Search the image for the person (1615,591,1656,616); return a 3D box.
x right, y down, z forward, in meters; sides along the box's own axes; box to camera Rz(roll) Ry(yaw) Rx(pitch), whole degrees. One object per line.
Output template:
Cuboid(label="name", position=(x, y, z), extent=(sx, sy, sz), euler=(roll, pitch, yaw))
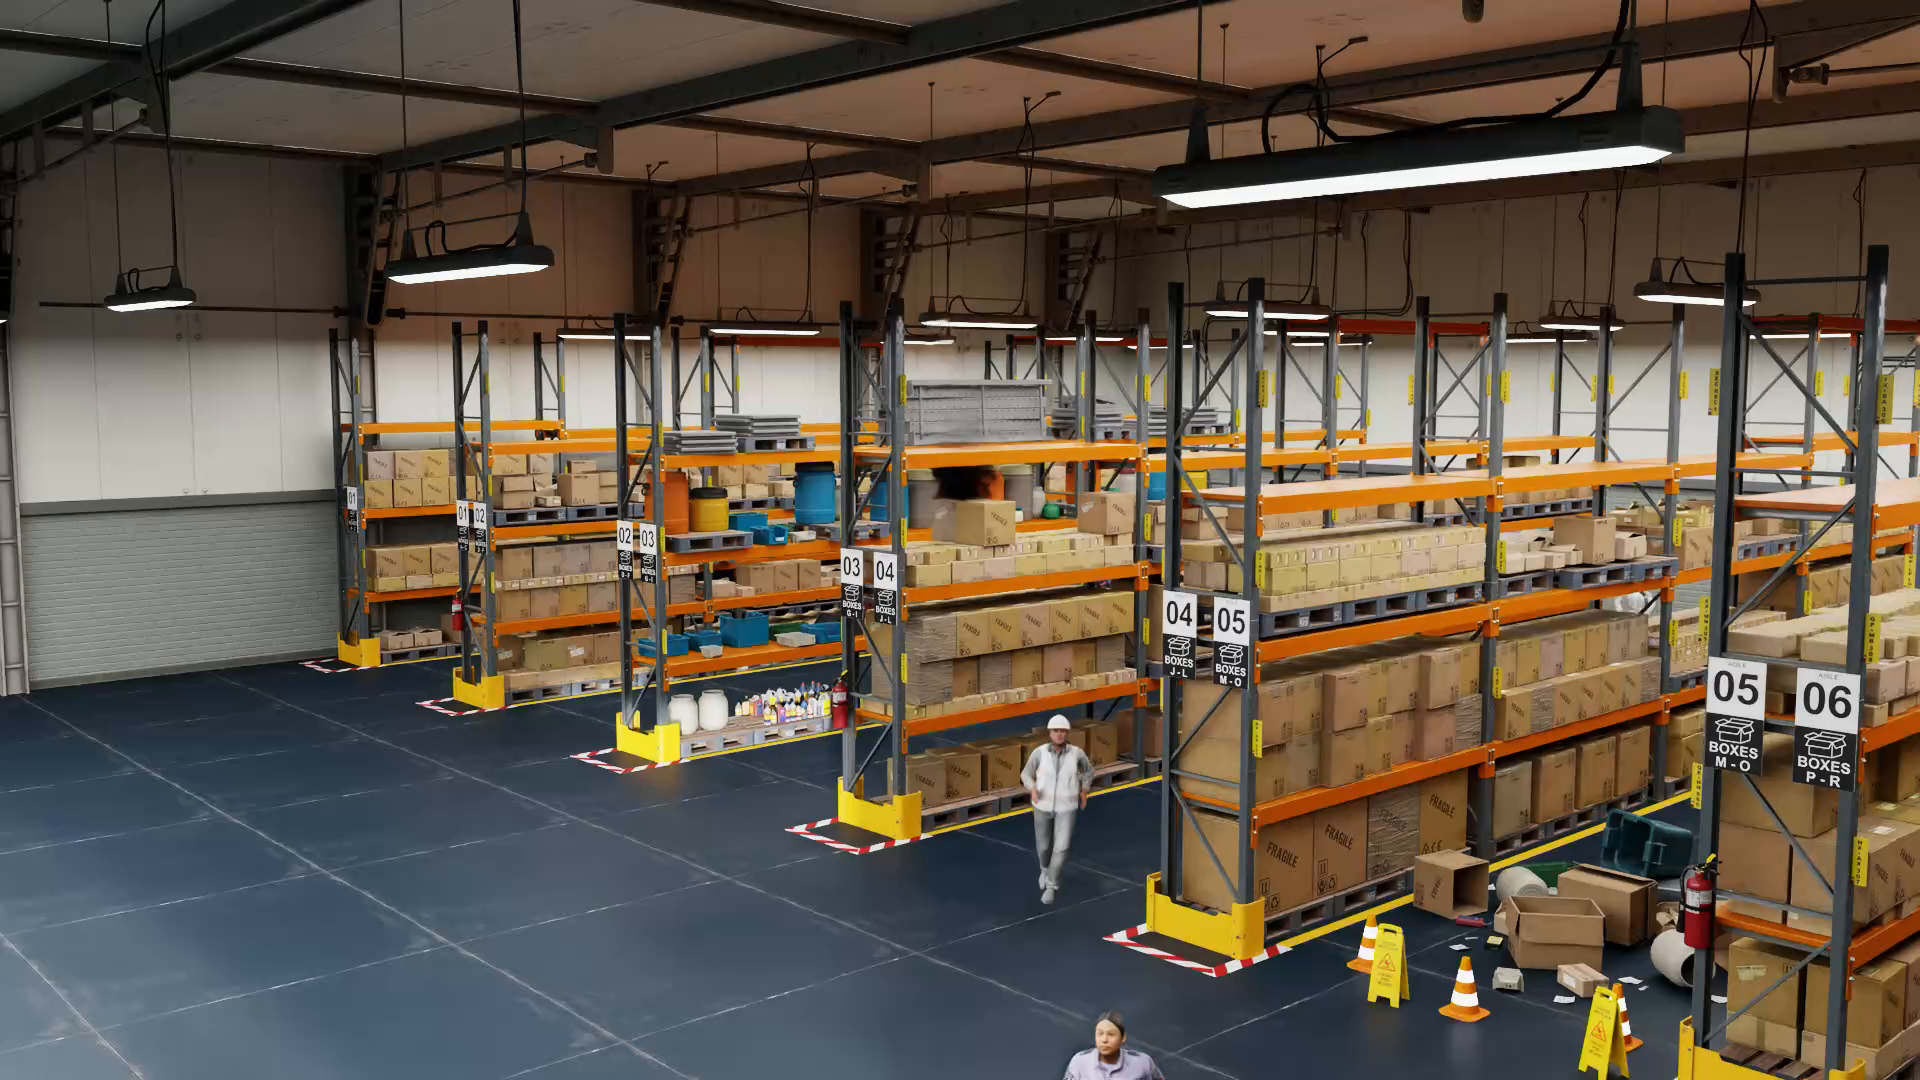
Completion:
Cuboid(label="person", position=(12.053, 1.401, 29.617), extent=(0.671, 1.659, 0.927), euler=(0, 6, 4))

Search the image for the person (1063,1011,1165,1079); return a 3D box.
Cuboid(label="person", position=(0.867, 3.445, 9.408), extent=(0.615, 1.647, 0.828), euler=(1, 6, 11))

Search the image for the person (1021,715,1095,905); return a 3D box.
Cuboid(label="person", position=(0.915, 2.533, 15.733), extent=(0.693, 1.761, 0.935), euler=(1, 6, 8))
